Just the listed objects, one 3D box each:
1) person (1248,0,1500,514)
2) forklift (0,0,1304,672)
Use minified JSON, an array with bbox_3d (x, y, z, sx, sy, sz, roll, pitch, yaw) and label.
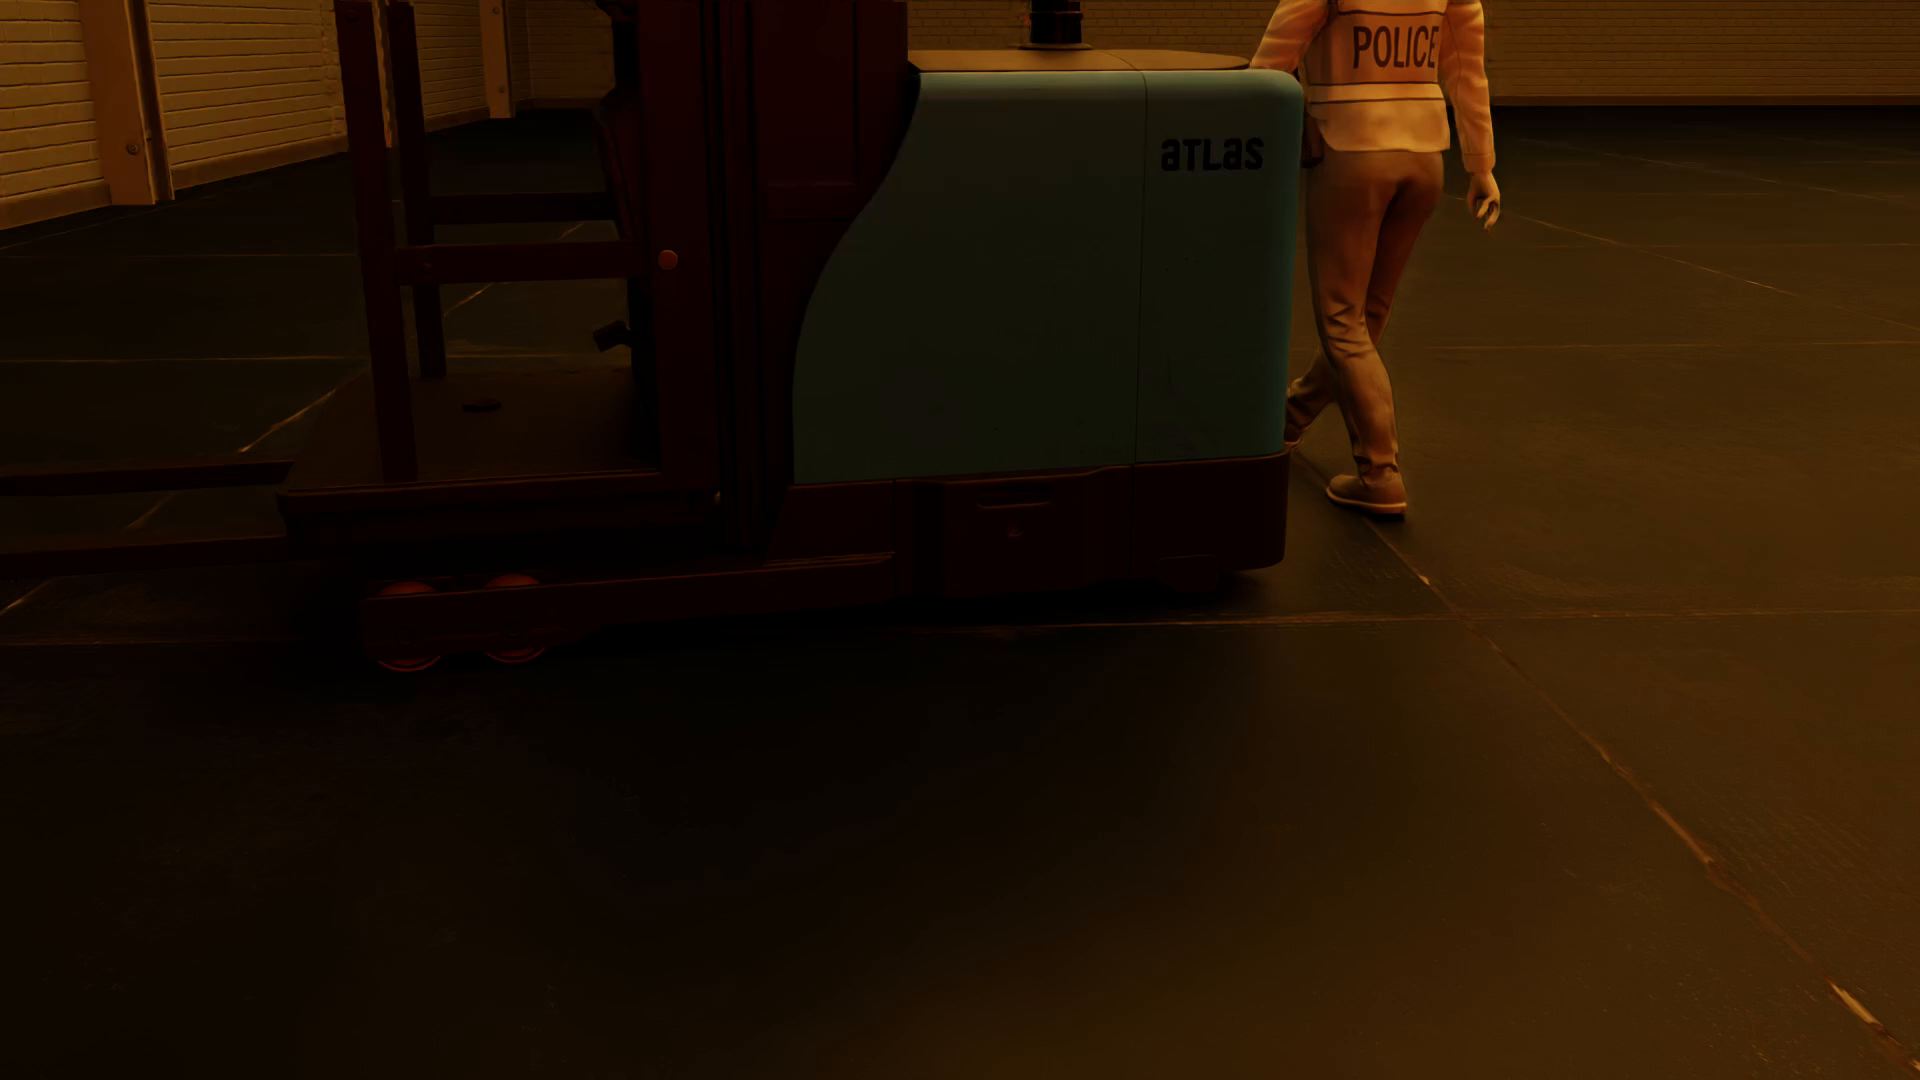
[{"bbox_3d":[0.984,-0.944,4.245,0.658,1.624,0.857,-7,18,-22],"label":"person"},{"bbox_3d":[-0.879,-1.324,3.237,3.031,2.935,1.130,-4,17,-13],"label":"forklift"}]
